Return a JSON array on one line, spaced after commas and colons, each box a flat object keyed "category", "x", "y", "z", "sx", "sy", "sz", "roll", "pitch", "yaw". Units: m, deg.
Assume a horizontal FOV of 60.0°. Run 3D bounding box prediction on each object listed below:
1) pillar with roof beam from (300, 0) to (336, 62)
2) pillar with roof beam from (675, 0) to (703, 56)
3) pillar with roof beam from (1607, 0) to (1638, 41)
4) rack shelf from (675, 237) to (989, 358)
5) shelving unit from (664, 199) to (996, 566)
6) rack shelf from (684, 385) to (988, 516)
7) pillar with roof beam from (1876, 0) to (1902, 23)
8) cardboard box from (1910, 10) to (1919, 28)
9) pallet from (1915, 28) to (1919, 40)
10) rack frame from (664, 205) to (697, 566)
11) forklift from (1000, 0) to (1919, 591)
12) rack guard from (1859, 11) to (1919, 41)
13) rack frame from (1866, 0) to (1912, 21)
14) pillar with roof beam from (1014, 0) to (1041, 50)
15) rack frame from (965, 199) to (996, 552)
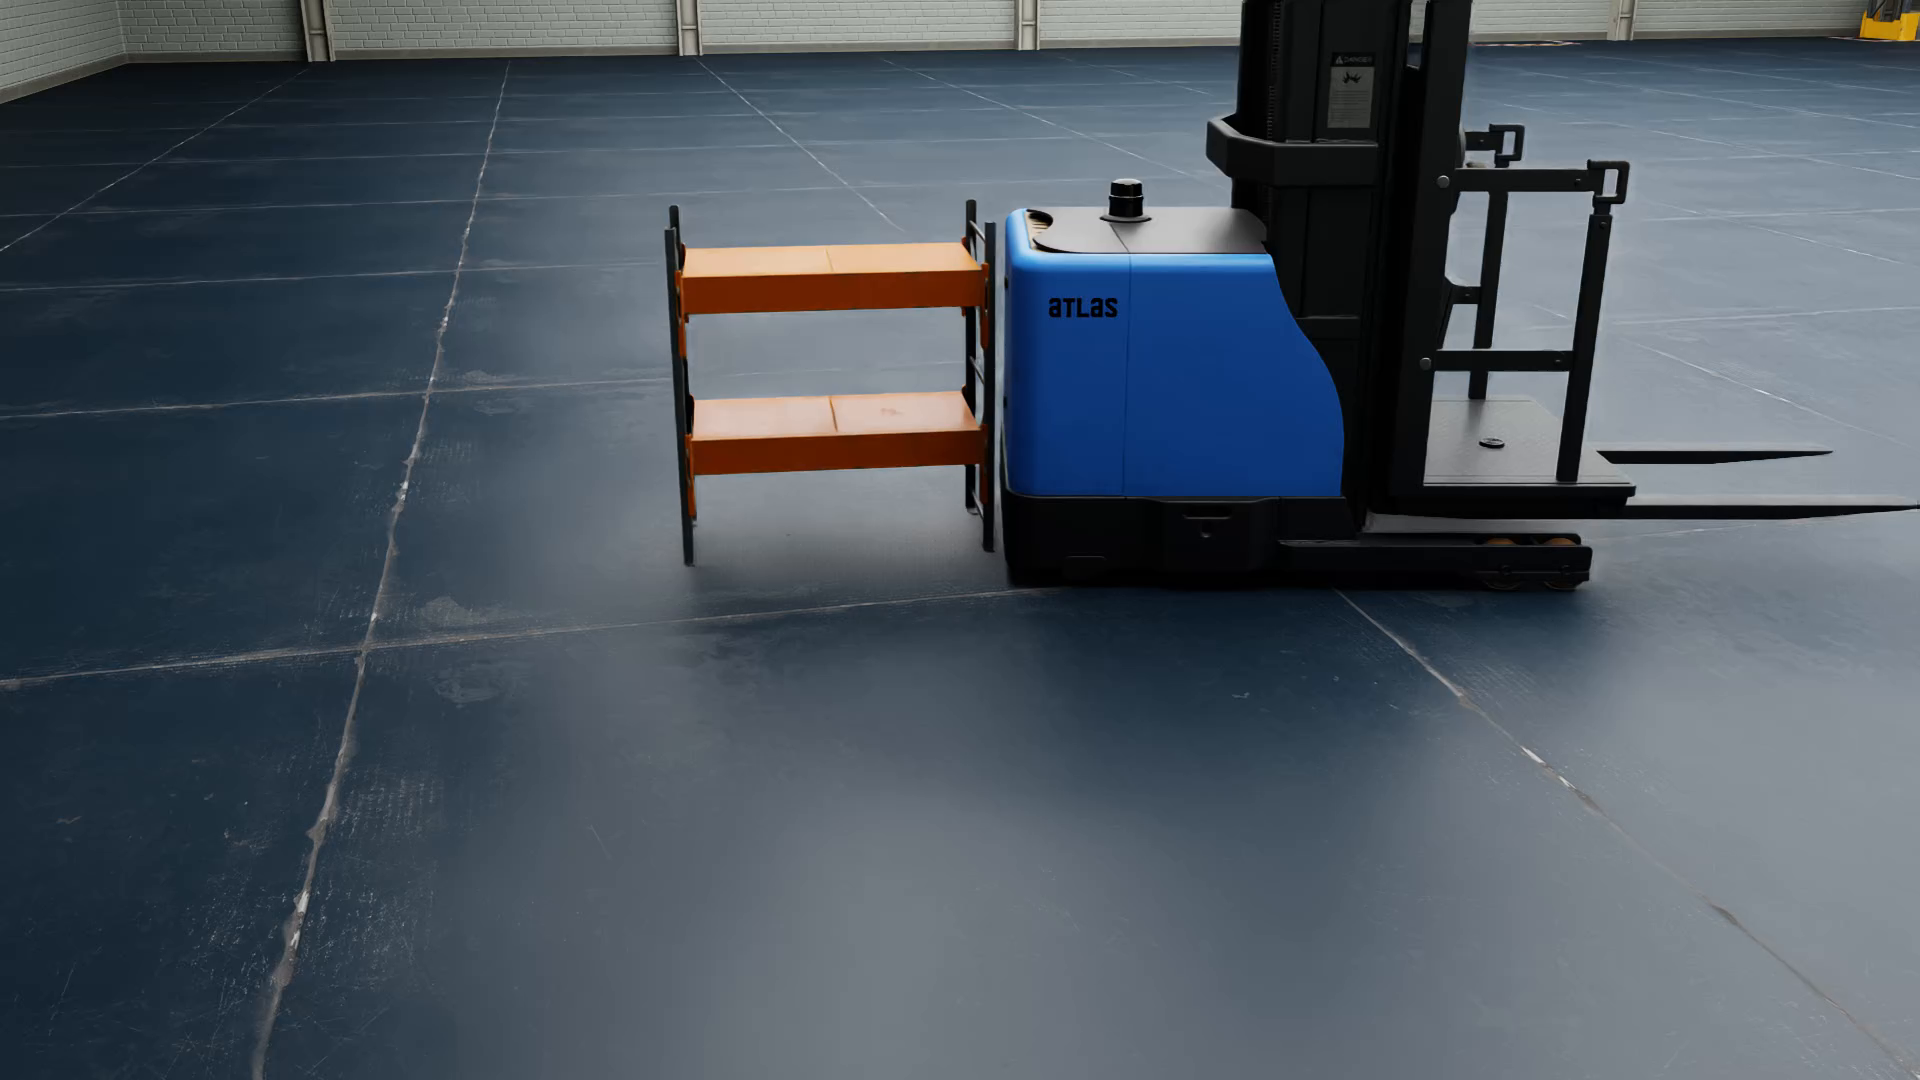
[{"category": "pillar with roof beam", "x": -9.486, "y": -10.655, "z": 21.820, "sx": 0.400, "sy": 9.000, "sz": 9.100, "roll": -5, "pitch": 21, "yaw": -12}, {"category": "pillar with roof beam", "x": -3.647, "y": -11.130, "z": 23.116, "sx": 0.400, "sy": 9.000, "sz": 9.100, "roll": -5, "pitch": 21, "yaw": -12}, {"category": "pillar with roof beam", "x": 13.870, "y": -12.555, "z": 27.006, "sx": 0.400, "sy": 9.000, "sz": 9.100, "roll": -5, "pitch": 21, "yaw": -12}, {"category": "rack shelf", "x": -0.436, "y": -0.824, "z": 5.577, "sx": 1.000, "sy": 0.278, "sz": 0.538, "roll": -3, "pitch": 20, "yaw": -7}, {"category": "shelving unit", "x": -0.436, "y": -0.549, "z": 5.678, "sx": 1.048, "sy": 1.125, "sz": 0.538, "roll": -3, "pitch": 20, "yaw": -7}, {"category": "rack shelf", "x": -0.436, "y": -0.319, "z": 5.762, "sx": 1.000, "sy": 0.278, "sz": 0.538, "roll": -3, "pitch": 20, "yaw": -7}, {"category": "pillar with roof beam", "x": 19.709, "y": -13.030, "z": 28.302, "sx": 0.400, "sy": 9.000, "sz": 9.100, "roll": -5, "pitch": 21, "yaw": -12}, {"category": "cardboard box", "x": 18.930, "y": -10.278, "z": 32.780, "sx": 0.500, "sy": 0.311, "sz": 0.500, "roll": -7, "pitch": 21, "yaw": -19}, {"category": "pallet", "x": 19.109, "y": -10.058, "z": 32.965, "sx": 1.213, "sy": 0.211, "sz": 1.003, "roll": -5, "pitch": 21, "yaw": -12}, {"category": "rack frame", "x": -0.940, "y": -0.526, "z": 5.615, "sx": 0.032, "sy": 1.125, "sz": 0.500, "roll": -3, "pitch": 20, "yaw": -7}, {"category": "forklift", "x": 1.663, "y": -1.397, "z": 5.368, "sx": 3.031, "sy": 2.935, "sz": 1.130, "roll": 0, "pitch": 20, "yaw": 0}, {"category": "rack guard", "x": 18.310, "y": -10.141, "z": 32.772, "sx": 0.348, "sy": 0.500, "sz": 1.175, "roll": -5, "pitch": 21, "yaw": -12}, {"category": "rack frame", "x": 18.236, "y": -11.309, "z": 32.326, "sx": 0.127, "sy": 3.000, "sz": 1.000, "roll": -5, "pitch": 21, "yaw": -12}, {"category": "pillar with roof beam", "x": 2.192, "y": -11.605, "z": 24.413, "sx": 0.400, "sy": 9.000, "sz": 9.100, "roll": -5, "pitch": 21, "yaw": -12}, {"category": "rack frame", "x": 0.068, "y": -0.572, "z": 5.740, "sx": 0.032, "sy": 1.125, "sz": 0.500, "roll": -3, "pitch": 20, "yaw": -7}]
